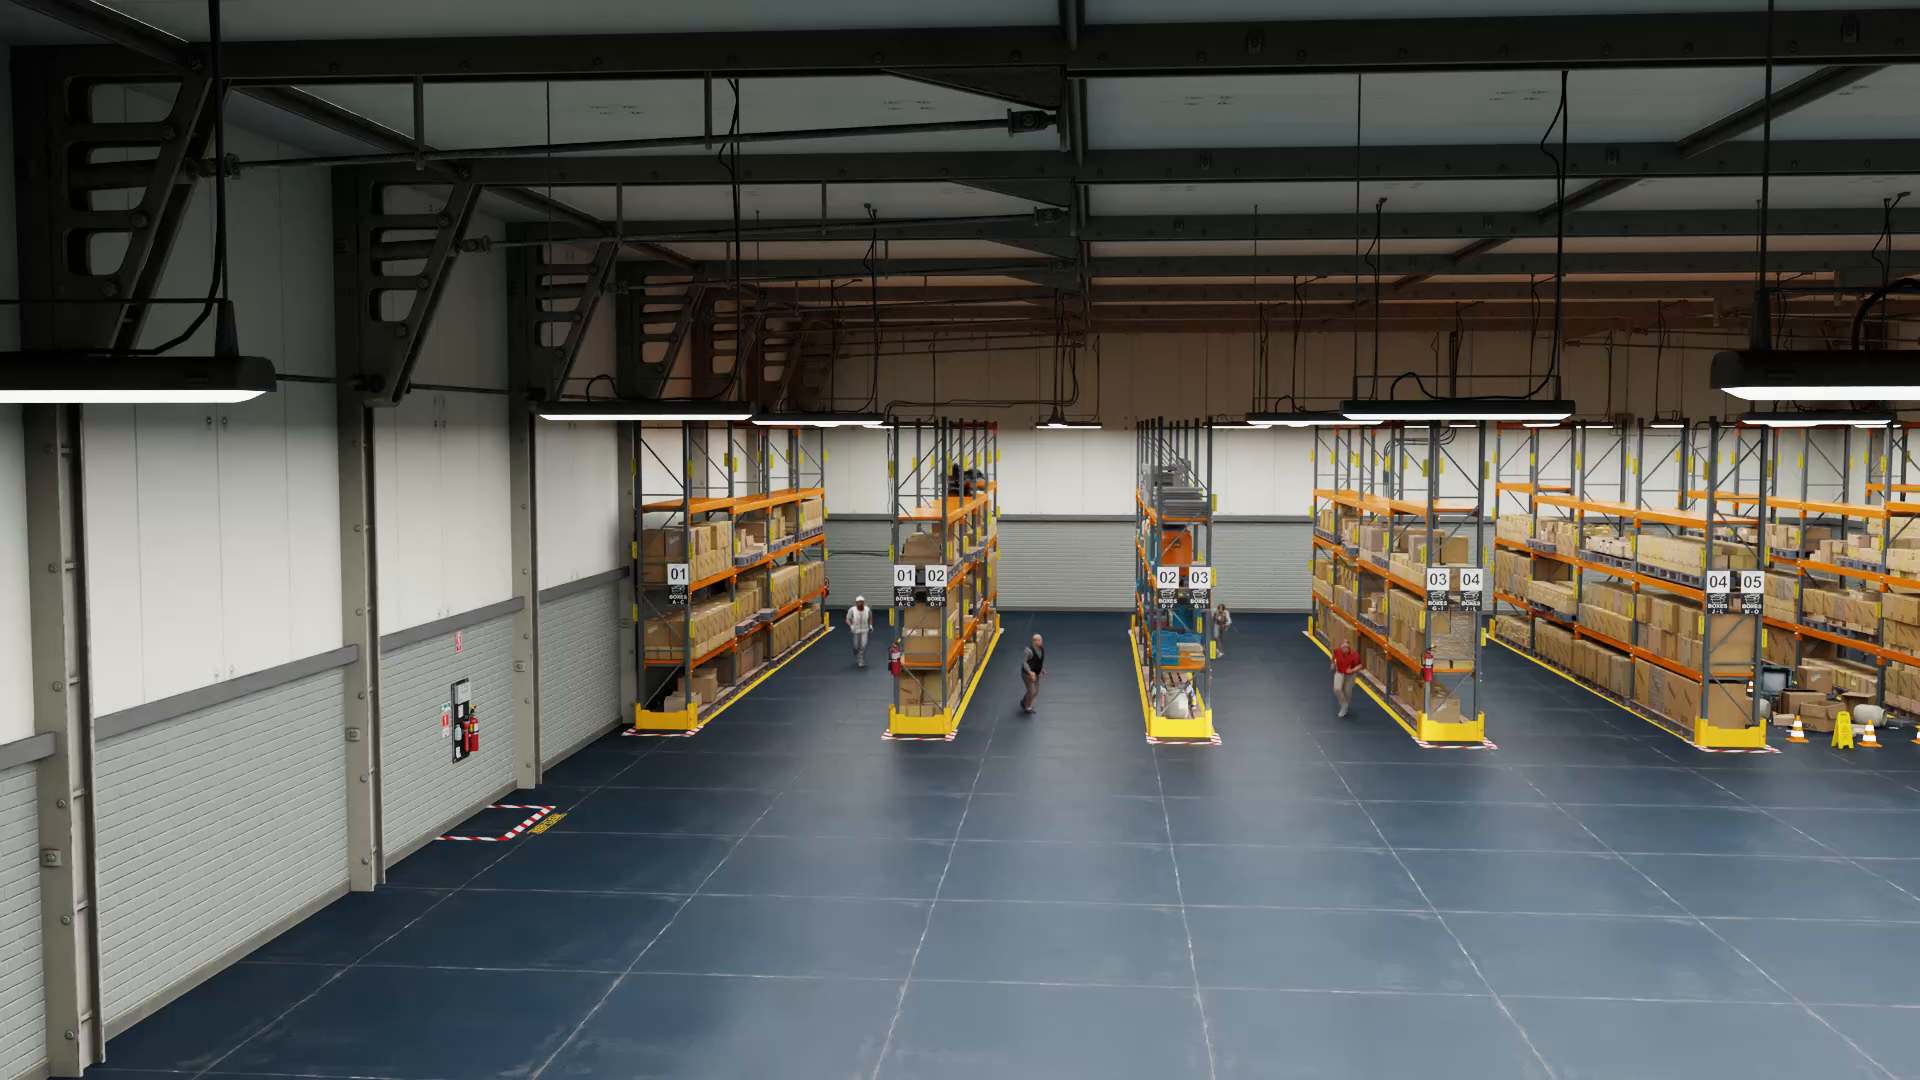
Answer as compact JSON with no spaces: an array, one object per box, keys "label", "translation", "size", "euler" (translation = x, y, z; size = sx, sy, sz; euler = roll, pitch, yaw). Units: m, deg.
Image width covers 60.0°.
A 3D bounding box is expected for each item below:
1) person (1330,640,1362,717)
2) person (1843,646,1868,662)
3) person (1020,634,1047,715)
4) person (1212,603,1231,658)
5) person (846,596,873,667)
[{"label":"person","translation":[7.786,2.746,33.518],"size":[0.670,1.558,1.112],"euler":[1,4,19]},{"label":"person","translation":[21.975,2.174,40.884],"size":[0.654,1.750,0.905],"euler":[0,4,-3]},{"label":"person","translation":[1.404,2.710,33.643],"size":[0.642,1.660,0.769],"euler":[-4,5,-45]},{"label":"person","translation":[6.671,2.344,42.390],"size":[0.519,1.270,1.043],"euler":[1,4,13]},{"label":"person","translation":[-2.455,2.220,40.619],"size":[0.682,1.730,0.712],"euler":[-1,4,-9]}]
